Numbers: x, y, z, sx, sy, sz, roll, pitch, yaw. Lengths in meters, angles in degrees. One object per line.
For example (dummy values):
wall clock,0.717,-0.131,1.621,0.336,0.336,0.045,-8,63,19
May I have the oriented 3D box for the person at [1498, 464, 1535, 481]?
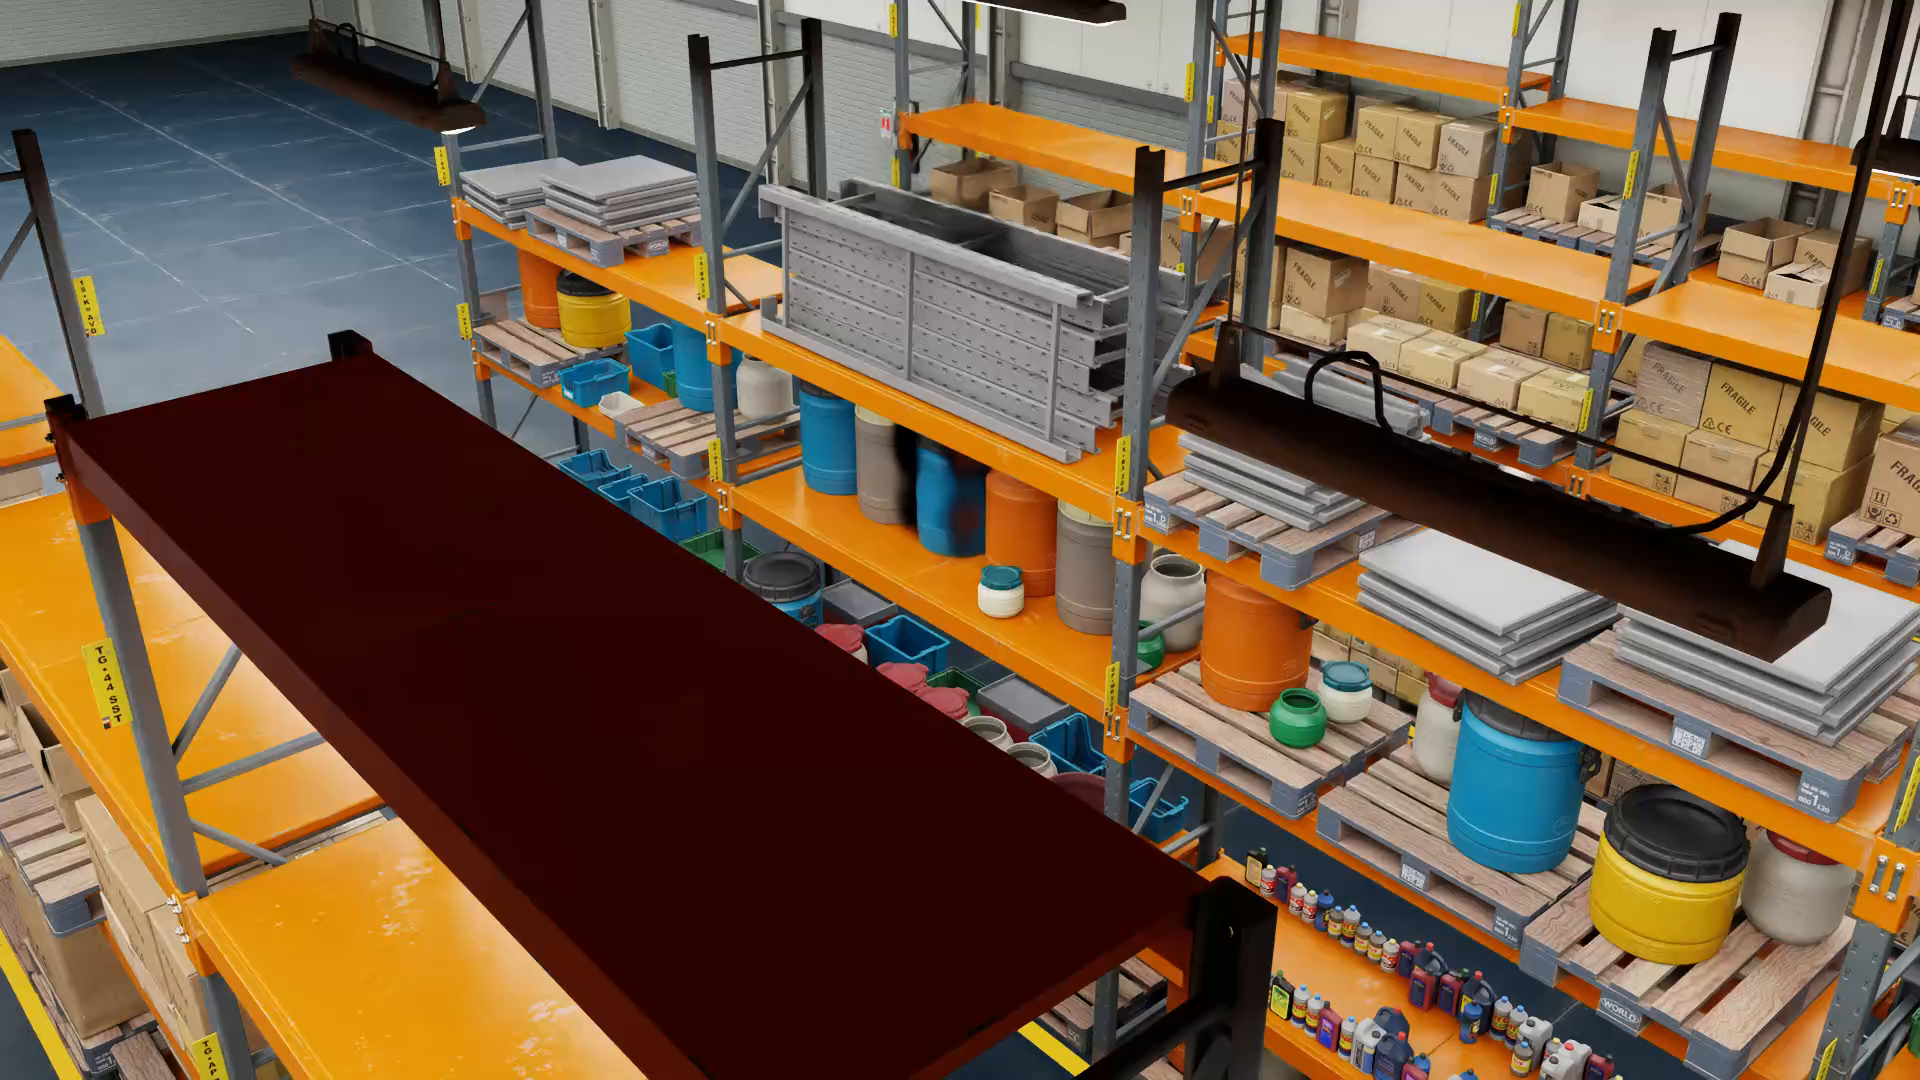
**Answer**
person,5.310,-0.278,16.202,0.726,1.714,0.743,-23,35,-37
